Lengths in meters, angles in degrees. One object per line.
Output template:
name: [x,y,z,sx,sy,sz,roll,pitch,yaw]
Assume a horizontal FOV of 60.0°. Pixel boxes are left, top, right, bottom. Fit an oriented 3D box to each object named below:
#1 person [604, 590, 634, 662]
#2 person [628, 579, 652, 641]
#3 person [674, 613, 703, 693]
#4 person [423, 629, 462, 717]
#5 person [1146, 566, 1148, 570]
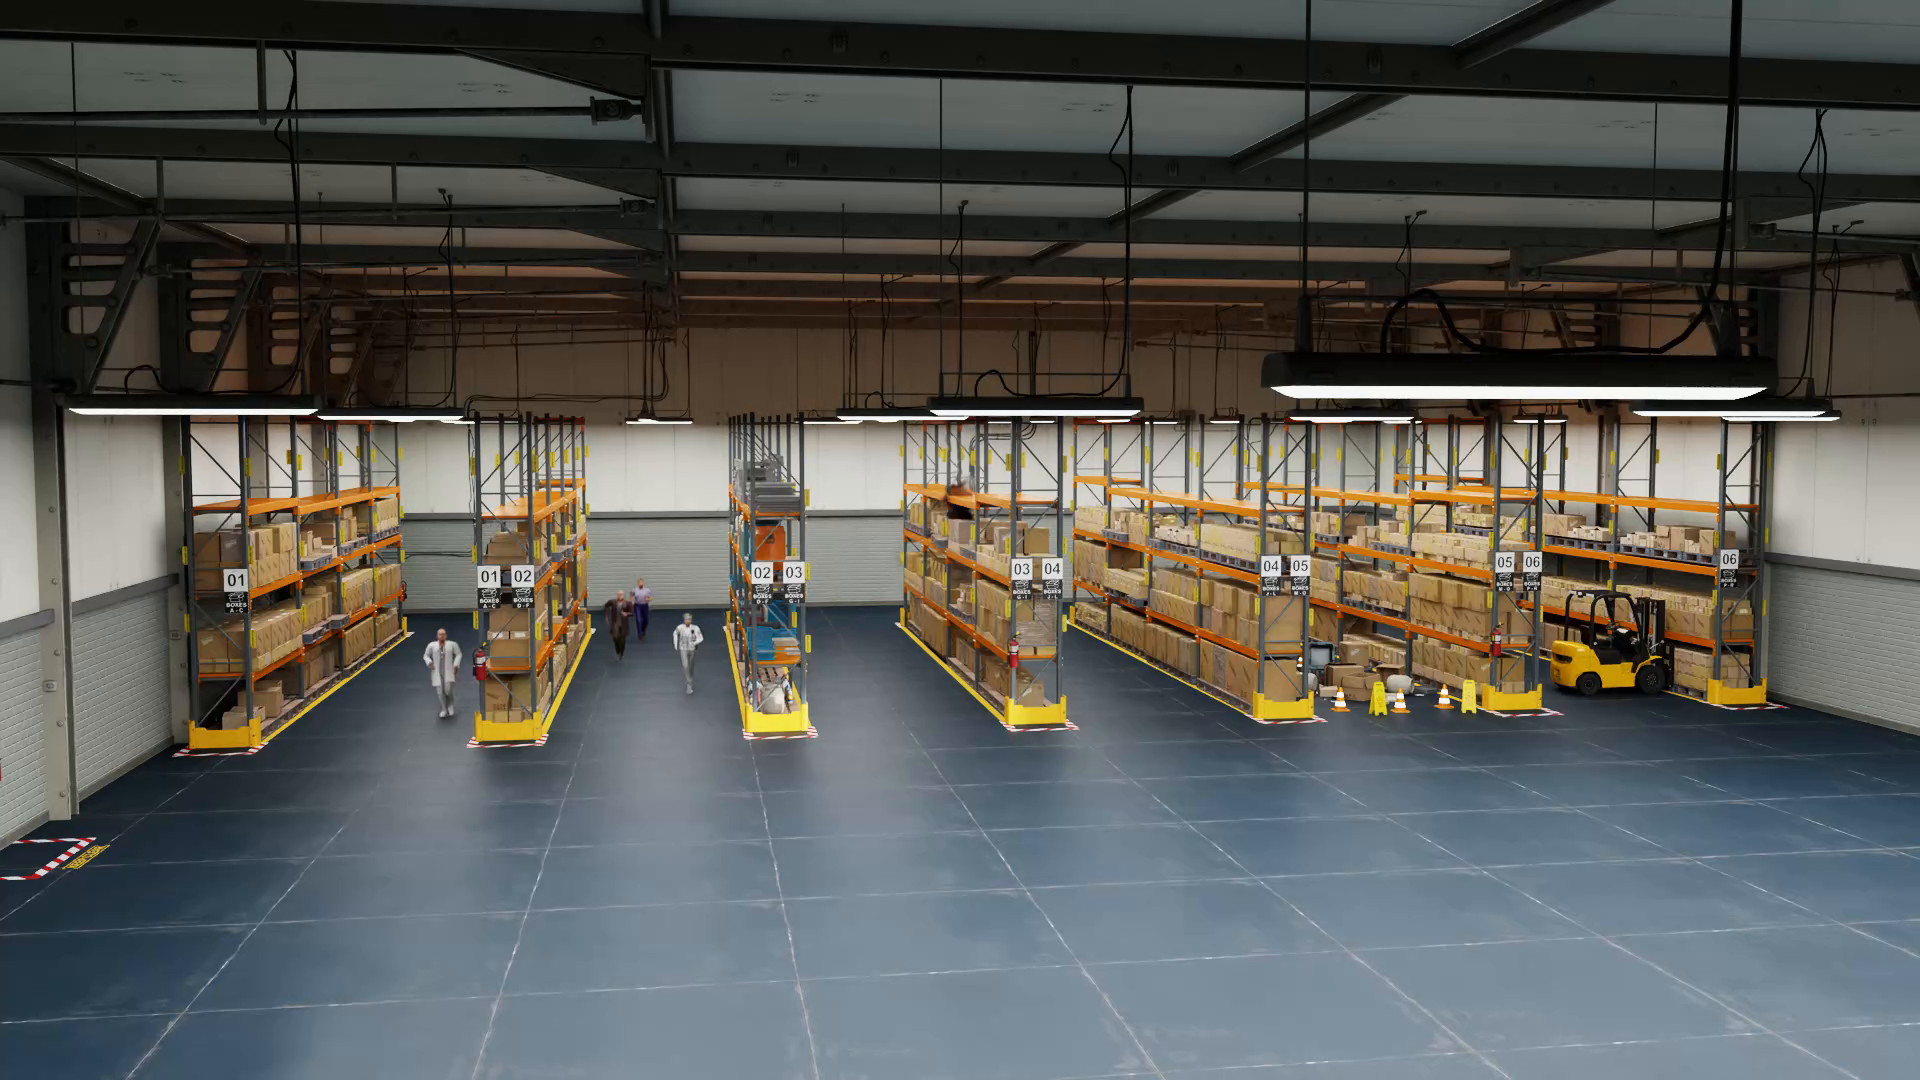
person: [-8.292,2.086,40.446,0.749,1.752,0.870,0,4,-7]
person: [-8.591,1.854,44.784,0.616,1.623,0.912,-1,4,-21]
person: [-5.908,2.422,36.188,0.634,1.703,0.970,-1,4,-8]
person: [-10.191,2.665,32.726,0.714,1.656,0.635,-1,4,-11]
person: [5.522,1.517,50.227,0.587,1.560,0.516,-1,4,-20]
